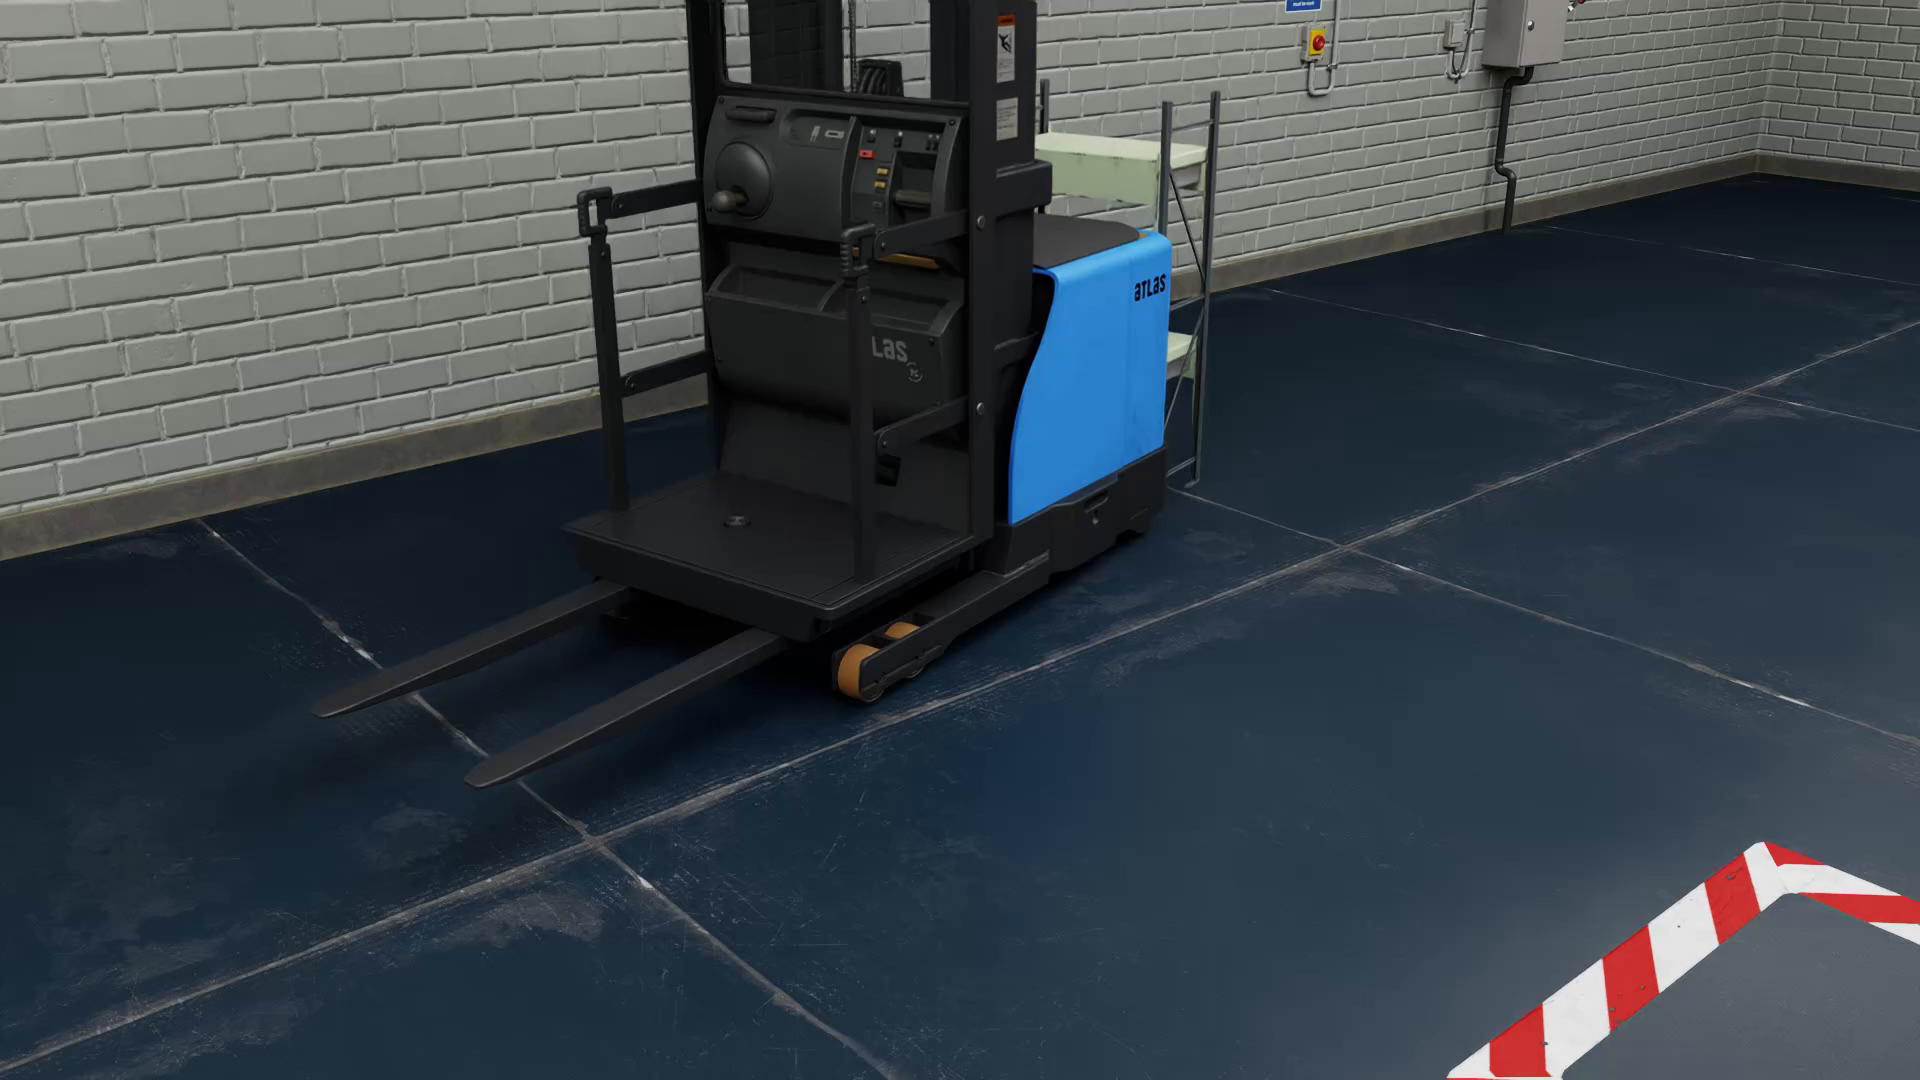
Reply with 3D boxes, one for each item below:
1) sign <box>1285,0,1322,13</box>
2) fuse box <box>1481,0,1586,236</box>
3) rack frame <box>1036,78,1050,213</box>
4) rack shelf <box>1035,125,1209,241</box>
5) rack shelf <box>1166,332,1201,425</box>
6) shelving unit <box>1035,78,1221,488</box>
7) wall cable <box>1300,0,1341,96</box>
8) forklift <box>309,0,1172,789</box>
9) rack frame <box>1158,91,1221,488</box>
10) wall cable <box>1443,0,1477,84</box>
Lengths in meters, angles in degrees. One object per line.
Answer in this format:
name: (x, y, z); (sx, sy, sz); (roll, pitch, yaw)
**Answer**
sign: (1.967, -3.130, 9.493); (0.327, 0.218, 0.001); (-17, 27, -37)
fuse box: (3.731, -2.859, 10.937); (0.539, 1.711, 0.414); (-17, 27, -37)
rack frame: (0.222, -1.023, 6.540); (0.023, 1.500, 0.400); (14, 26, 32)
rack shelf: (0.522, -1.310, 6.202); (0.720, 0.370, 0.431); (14, 26, 32)
rack shelf: (0.522, -0.643, 6.463); (0.720, 0.370, 0.431); (14, 26, 32)
shelving unit: (0.522, -0.947, 6.344); (0.755, 1.500, 0.431); (14, 26, 32)
wall cable: (2.044, -3.487, 9.337); (0.585, 1.953, 0.123); (-17, 27, -37)
forklift: (-0.516, -1.097, 4.766); (1.130, 2.935, 3.031); (15, 26, 33)
rack frame: (0.821, -0.870, 6.148); (0.023, 1.500, 0.400); (14, 26, 32)
wall cable: (3.111, -3.813, 10.213); (0.588, 1.984, 0.122); (-17, 27, -37)
